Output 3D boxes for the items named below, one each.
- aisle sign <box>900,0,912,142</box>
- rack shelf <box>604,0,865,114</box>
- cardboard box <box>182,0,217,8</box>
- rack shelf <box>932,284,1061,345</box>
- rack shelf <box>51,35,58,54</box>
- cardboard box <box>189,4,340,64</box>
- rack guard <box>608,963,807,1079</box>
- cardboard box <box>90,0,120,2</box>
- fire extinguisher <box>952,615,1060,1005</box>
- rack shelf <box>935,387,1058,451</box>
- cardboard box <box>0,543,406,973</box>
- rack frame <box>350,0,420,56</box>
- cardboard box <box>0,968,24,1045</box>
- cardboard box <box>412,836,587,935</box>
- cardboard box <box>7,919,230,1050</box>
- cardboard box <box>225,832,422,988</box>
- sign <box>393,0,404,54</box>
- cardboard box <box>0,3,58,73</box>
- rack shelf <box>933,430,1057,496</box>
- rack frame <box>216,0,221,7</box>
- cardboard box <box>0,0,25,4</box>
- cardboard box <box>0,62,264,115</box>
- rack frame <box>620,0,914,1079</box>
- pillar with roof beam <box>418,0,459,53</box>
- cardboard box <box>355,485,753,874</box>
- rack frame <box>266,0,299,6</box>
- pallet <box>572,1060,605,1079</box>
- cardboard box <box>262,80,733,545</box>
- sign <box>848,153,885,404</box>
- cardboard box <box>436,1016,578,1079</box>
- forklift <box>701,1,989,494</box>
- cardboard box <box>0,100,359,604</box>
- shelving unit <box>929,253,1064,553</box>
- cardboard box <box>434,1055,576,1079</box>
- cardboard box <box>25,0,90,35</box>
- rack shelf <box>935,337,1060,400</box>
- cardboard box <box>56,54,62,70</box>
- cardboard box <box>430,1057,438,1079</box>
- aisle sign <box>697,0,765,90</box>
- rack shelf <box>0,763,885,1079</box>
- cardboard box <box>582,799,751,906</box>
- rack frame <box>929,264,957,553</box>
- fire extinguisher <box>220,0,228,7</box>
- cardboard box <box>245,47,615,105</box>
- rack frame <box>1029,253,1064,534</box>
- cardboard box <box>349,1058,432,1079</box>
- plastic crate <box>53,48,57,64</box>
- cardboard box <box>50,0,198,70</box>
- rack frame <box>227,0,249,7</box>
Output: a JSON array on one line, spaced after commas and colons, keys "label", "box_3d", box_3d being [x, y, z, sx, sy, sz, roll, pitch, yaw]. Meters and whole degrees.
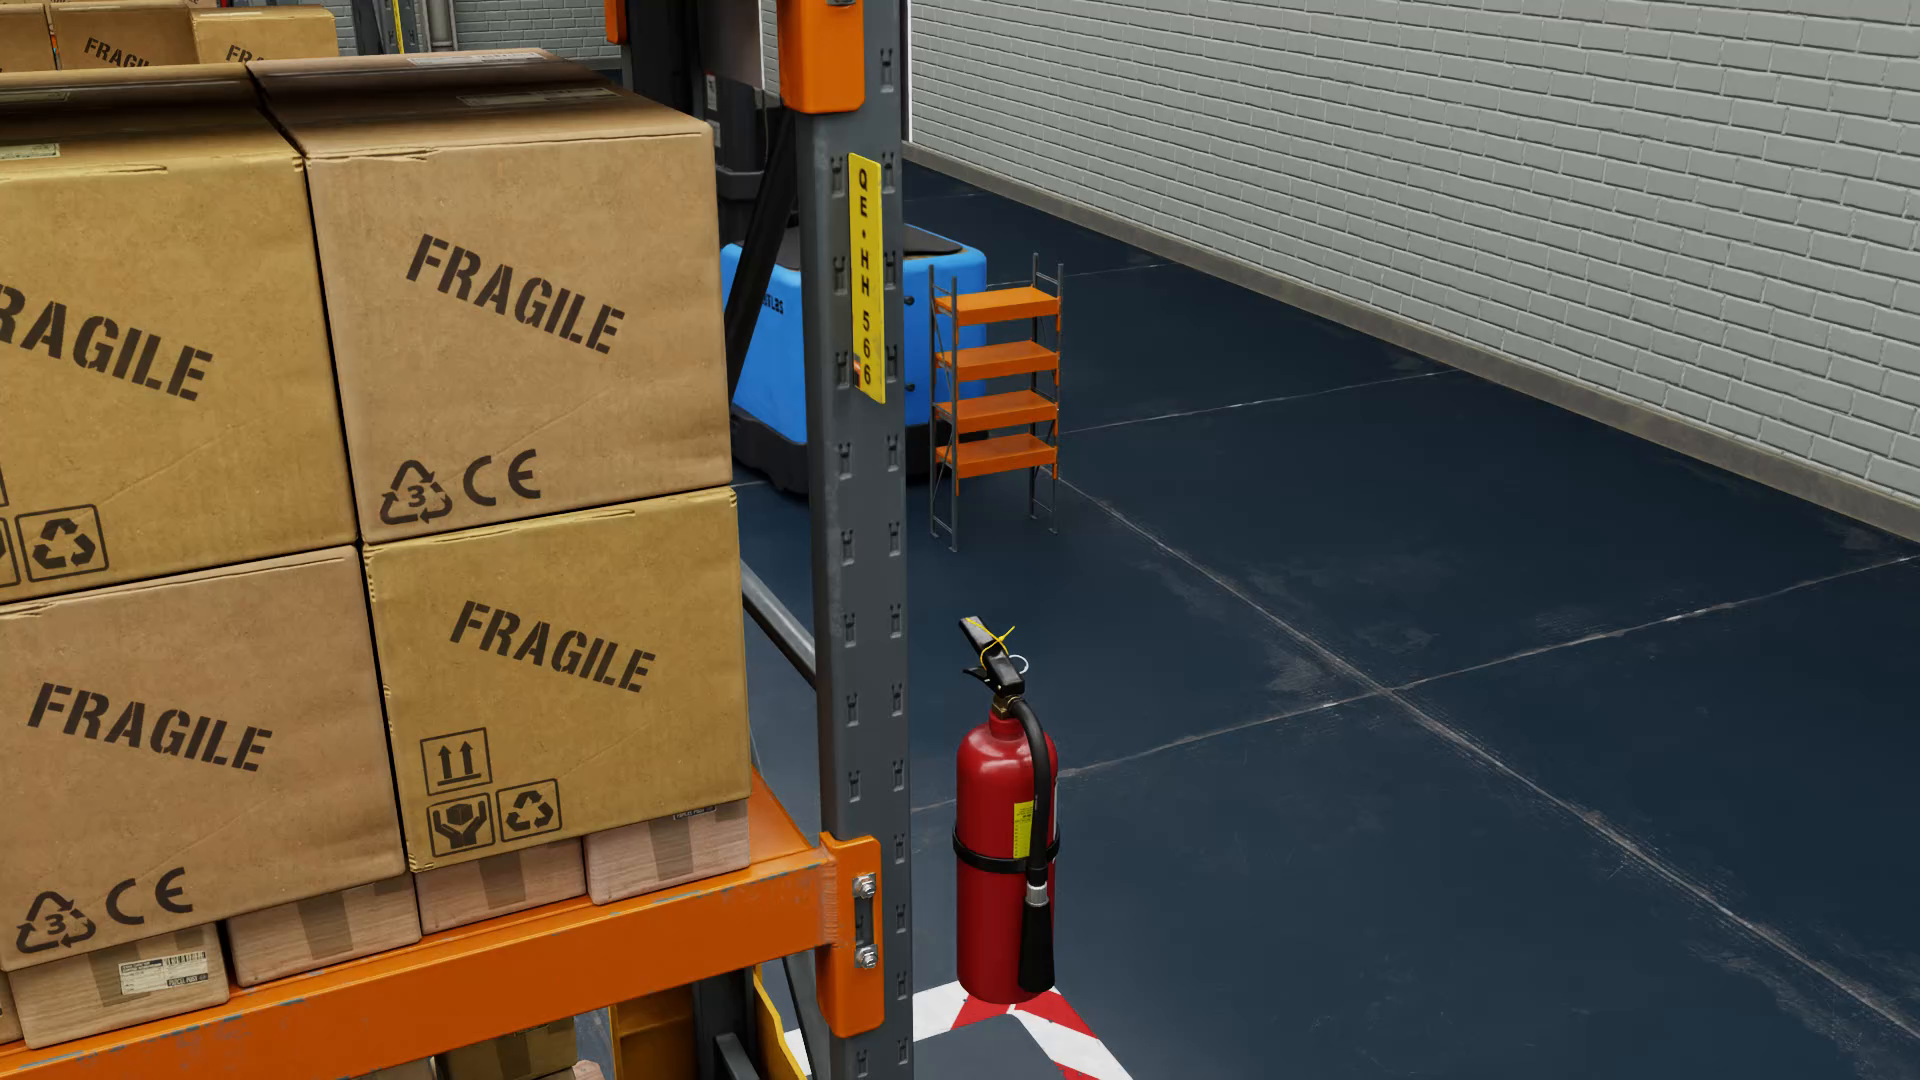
[{"label": "aisle sign", "box_3d": [-0.153, -0.976, 2.286, 0.004, 0.787, 0.394, -10, 25, -24]}, {"label": "rack shelf", "box_3d": [-2.151, -0.588, 1.766, 4.000, 0.370, 1.077, -10, 25, -24]}, {"label": "cardboard box", "box_3d": [-6.987, -4.885, 14.998, 0.500, 0.500, 0.500, -10, 24, -22]}, {"label": "rack shelf", "box_3d": [0.149, -0.945, 6.937, 0.480, 0.148, 0.258, -10, 25, -24]}, {"label": "rack shelf", "box_3d": [-8.504, -4.342, 14.759, 4.000, 0.370, 1.077, -10, 25, -24]}, {"label": "cardboard box", "box_3d": [-2.734, -1.835, 6.588, 0.500, 0.500, 0.500, -10, 25, -23]}, {"label": "rack guard", "box_3d": [-0.417, 1.302, 3.452, 0.348, 0.500, 1.175, -10, 25, -24]}, {"label": "cardboard box", "box_3d": [-7.453, -4.797, 14.787, 0.500, 0.500, 0.500, -10, 25, -23]}, {"label": "fire extinguisher", "box_3d": [0.079, 0.460, 2.807, 0.183, 0.674, 0.296, -10, 25, -24]}, {"label": "rack shelf", "box_3d": [0.149, -0.520, 7.113, 0.480, 0.148, 0.258, -10, 25, -24]}, {"label": "cardboard box", "box_3d": [-1.108, 0.197, 2.331, 0.500, 0.500, 0.500, -11, 25, -24]}, {"label": "rack frame", "box_3d": [-2.409, -1.592, 7.174, 0.127, 3.000, 1.000, -10, 25, -24]}, {"label": "cardboard box", "box_3d": [-1.450, 0.561, 2.302, 0.250, 0.149, 0.380, -12, 25, -26]}, {"label": "cardboard box", "box_3d": [-0.760, 0.430, 2.618, 0.250, 0.149, 0.380, -10, 25, -24]}, {"label": "cardboard box", "box_3d": [-1.199, 0.527, 2.383, 0.250, 0.149, 0.380, -10, 24, -22]}, {"label": "cardboard box", "box_3d": [-0.980, 0.477, 2.505, 0.250, 0.149, 0.380, -11, 25, -24]}, {"label": "sign", "box_3d": [-2.186, -2.047, 6.450, 0.005, 0.325, 0.100, -10, 25, -24]}, {"label": "cardboard box", "box_3d": [-3.873, -1.849, 6.622, 0.500, 0.500, 0.500, -11, 25, -25]}, {"label": "rack shelf", "box_3d": [0.149, -0.336, 7.189, 0.480, 0.148, 0.258, -10, 25, -24]}, {"label": "rack frame", "box_3d": [-8.853, -6.713, 19.545, 0.127, 3.000, 1.000, -10, 25, -24]}, {"label": "cardboard box", "box_3d": [-8.359, -4.633, 14.390, 0.500, 0.500, 0.500, -11, 25, -24]}, {"label": "cardboard box", "box_3d": [-1.320, -0.443, 2.570, 0.500, 0.500, 0.500, -10, 24, -22]}, {"label": "rack frame", "box_3d": [-0.350, 0.133, 3.007, 0.053, 2.616, 0.949, -10, 25, -24]}, {"label": "pillar with roof beam", "box_3d": [-4.929, -8.747, 16.616, 0.400, 9.000, 9.100, -10, 25, -24]}, {"label": "cardboard box", "box_3d": [-0.642, 0.114, 2.534, 0.500, 0.500, 0.500, -10, 24, -23]}, {"label": "rack frame", "box_3d": [-4.557, -3.299, 11.297, 0.127, 3.000, 1.000, -10, 25, -24]}, {"label": "pallet", "box_3d": [-1.164, 1.558, 3.211, 1.213, 0.211, 1.003, -10, 25, -24]}, {"label": "cardboard box", "box_3d": [-0.653, -0.350, 2.346, 0.500, 0.500, 0.500, -11, 25, -25]}, {"label": "sign", "box_3d": [-0.126, -0.352, 2.252, 0.005, 0.325, 0.100, -10, 25, -24]}, {"label": "cardboard box", "box_3d": [-0.968, 0.952, 3.428, 0.250, 0.149, 0.380, -12, 25, -26]}, {"label": "forklift", "box_3d": [-1.038, -2.081, 8.444, 1.130, 2.935, 3.031, -13, 26, -28]}, {"label": "cardboard box", "box_3d": [-1.110, -0.266, 2.143, 0.500, 0.500, 0.500, -11, 25, -25]}, {"label": "shelving unit", "box_3d": [0.149, -0.582, 7.087, 0.503, 1.200, 0.258, -10, 25, -24]}, {"label": "cardboard box", "box_3d": [-0.932, 1.118, 3.416, 0.250, 0.149, 0.380, -9, 24, -21]}, {"label": "cardboard box", "box_3d": [-7.905, -4.716, 14.591, 0.500, 0.500, 0.500, -10, 25, -23]}, {"label": "rack shelf", "box_3d": [0.149, -0.726, 7.027, 0.480, 0.148, 0.258, -10, 25, -24]}, {"label": "cardboard box", "box_3d": [-10.345, -5.435, 19.177, 0.500, 0.500, 0.700, -11, 25, -25]}, {"label": "cardboard box", "box_3d": [-0.960, 1.234, 3.525, 0.250, 0.149, 0.380, -10, 24, -23]}, {"label": "aisle sign", "box_3d": [-0.413, -1.182, 2.786, 0.004, 0.787, 0.394, -10, 25, -24]}, {"label": "rack shelf", "box_3d": [-2.151, 0.798, 2.340, 4.000, 0.370, 1.077, -10, 25, -24]}, {"label": "cardboard box", "box_3d": [-0.520, 0.402, 2.686, 0.250, 0.149, 0.380, -10, 25, -24]}, {"label": "rack frame", "box_3d": [-0.071, -0.541, 6.989, 0.015, 1.200, 0.240, -10, 25, -24]}, {"label": "fire extinguisher", "box_3d": [-8.517, -6.371, 19.308, 0.183, 0.674, 0.296, -10, 25, -24]}, {"label": "cardboard box", "box_3d": [-0.868, -0.528, 2.778, 0.500, 0.500, 0.500, -11, 25, -24]}, {"label": "rack frame", "box_3d": [0.369, -0.622, 7.185, 0.015, 1.200, 0.240, -10, 25, -24]}, {"label": "cardboard box", "box_3d": [-1.164, 1.040, 3.217, 0.250, 0.149, 0.380, -10, 24, -23]}, {"label": "plastic crate", "box_3d": [-6.108, -3.103, 10.965, 0.300, 0.233, 0.416, -10, 25, -24]}, {"label": "cardboard box", "box_3d": [-3.409, -1.937, 6.834, 0.500, 0.500, 0.500, -11, 25, -25]}, {"label": "rack frame", "box_3d": [-6.702, -5.006, 15.423, 0.127, 3.000, 1.000, -10, 25, -24]}]
